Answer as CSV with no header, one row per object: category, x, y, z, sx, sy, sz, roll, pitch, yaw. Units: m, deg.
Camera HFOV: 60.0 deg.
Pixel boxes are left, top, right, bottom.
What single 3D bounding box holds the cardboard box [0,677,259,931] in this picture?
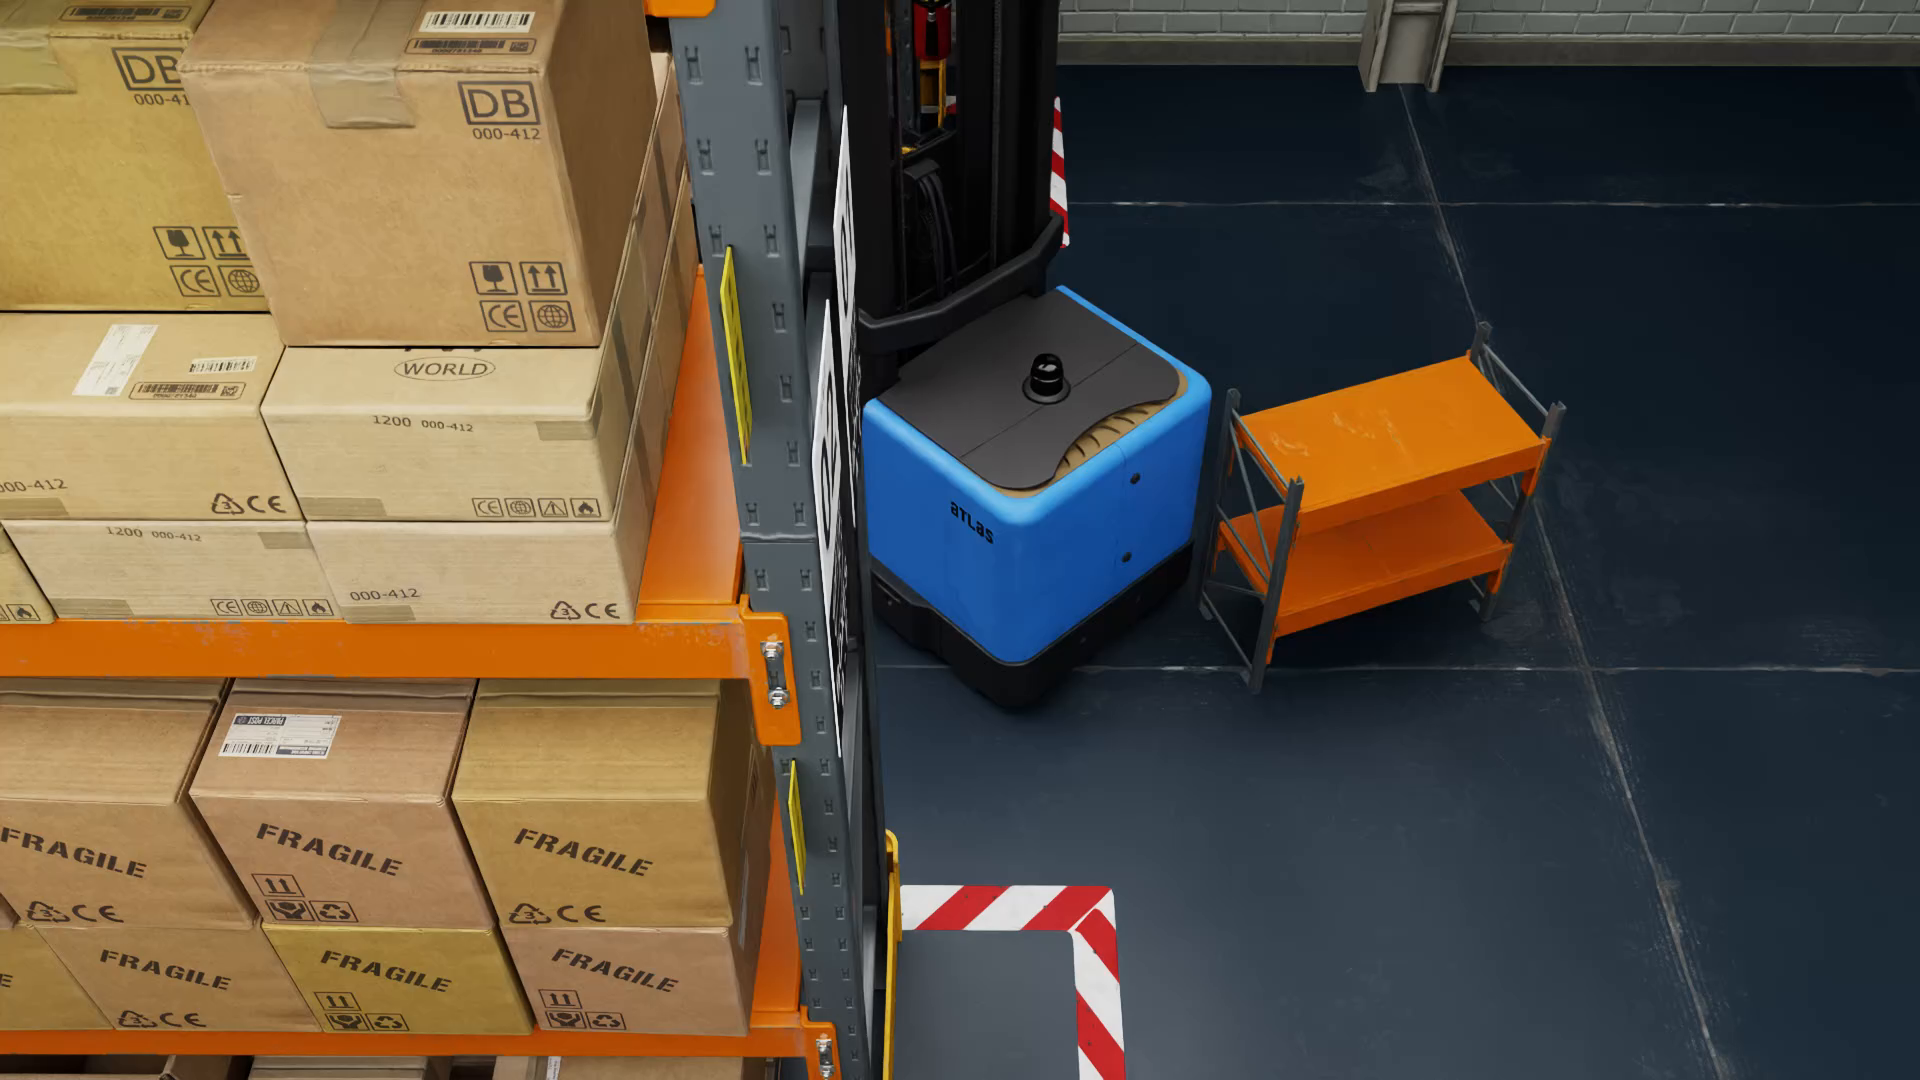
cardboard box,-1.764,0.488,3.576,0.500,0.500,0.500,1,47,1

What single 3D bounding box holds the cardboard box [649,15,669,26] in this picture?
cardboard box,-1.361,-2.553,8.135,0.250,0.149,0.380,0,47,0

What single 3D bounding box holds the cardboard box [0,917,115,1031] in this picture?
cardboard box,-2.265,0.819,3.951,0.500,0.500,0.500,0,47,0

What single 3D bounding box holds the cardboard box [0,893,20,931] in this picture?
cardboard box,-2.278,0.486,3.578,0.500,0.500,0.500,1,47,1

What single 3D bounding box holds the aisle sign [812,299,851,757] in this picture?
aisle sign,-0.228,0.000,3.006,0.004,0.787,0.394,0,47,0

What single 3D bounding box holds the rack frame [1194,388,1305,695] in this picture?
rack frame,1.033,0.028,6.036,0.032,1.125,0.500,-16,49,-14

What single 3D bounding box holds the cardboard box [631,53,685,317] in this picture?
cardboard box,-0.807,-0.672,3.119,0.500,0.250,0.500,0,47,0

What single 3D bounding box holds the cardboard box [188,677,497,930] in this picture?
cardboard box,-1.246,0.486,3.578,0.500,0.500,0.500,1,47,1

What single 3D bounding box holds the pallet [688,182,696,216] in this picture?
pallet,-1.080,-1.960,8.511,1.213,0.211,1.003,0,47,0

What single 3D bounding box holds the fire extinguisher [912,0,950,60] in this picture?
fire extinguisher,-0.131,-2.473,7.391,0.183,0.674,0.296,0,47,0

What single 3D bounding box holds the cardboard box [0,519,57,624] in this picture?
cardboard box,-1.809,-0.119,2.946,0.500,0.250,0.500,0,47,0

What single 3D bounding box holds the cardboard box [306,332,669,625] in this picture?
cardboard box,-0.809,-0.118,2.945,0.500,0.250,0.500,0,47,0

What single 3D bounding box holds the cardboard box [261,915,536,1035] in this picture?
cardboard box,-1.262,0.826,3.944,0.500,0.500,0.500,1,47,0

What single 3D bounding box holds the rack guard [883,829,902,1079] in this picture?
rack guard,-0.371,1.513,5.081,0.348,0.500,1.175,0,47,0

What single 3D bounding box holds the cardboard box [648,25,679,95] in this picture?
cardboard box,-1.365,-2.273,7.875,0.250,0.149,0.380,1,47,1

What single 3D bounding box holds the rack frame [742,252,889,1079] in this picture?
rack frame,-0.295,0.661,4.166,0.127,3.000,1.000,0,47,0

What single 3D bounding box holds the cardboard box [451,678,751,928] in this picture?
cardboard box,-0.741,0.486,3.577,0.500,0.500,0.500,0,47,0

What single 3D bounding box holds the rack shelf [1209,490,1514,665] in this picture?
rack shelf,1.508,0.062,6.338,1.000,0.278,0.538,-16,49,-14

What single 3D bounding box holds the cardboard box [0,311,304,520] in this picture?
cardboard box,-1.309,-0.296,2.769,0.500,0.250,0.500,0,47,0

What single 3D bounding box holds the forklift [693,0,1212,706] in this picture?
forklift,-0.457,-1.375,6.108,1.130,2.935,3.031,-34,56,-28

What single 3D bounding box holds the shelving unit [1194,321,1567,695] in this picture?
shelving unit,1.508,-0.104,6.159,1.048,1.125,0.538,-16,49,-14

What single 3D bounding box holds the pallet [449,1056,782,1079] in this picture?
pallet,-1.168,1.610,5.189,1.213,0.211,1.003,0,47,0

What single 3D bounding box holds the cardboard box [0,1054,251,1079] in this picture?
cardboard box,-2.416,1.352,4.928,0.637,0.503,0.797,0,47,0

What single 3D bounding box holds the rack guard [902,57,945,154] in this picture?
rack guard,-0.256,-2.113,8.456,0.348,0.500,1.175,0,47,0

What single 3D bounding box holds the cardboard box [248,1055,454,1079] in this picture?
cardboard box,-1.789,1.602,4.868,0.500,0.250,0.500,0,47,0

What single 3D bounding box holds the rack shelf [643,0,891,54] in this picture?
rack shelf,-2.280,-2.725,7.810,4.000,0.370,1.077,0,47,0

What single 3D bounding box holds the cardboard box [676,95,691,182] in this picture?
cardboard box,-1.481,-2.186,8.237,0.500,0.500,0.700,0,47,0

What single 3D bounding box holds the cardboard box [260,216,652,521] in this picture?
cardboard box,-0.809,-0.295,2.768,0.500,0.250,0.500,0,47,0

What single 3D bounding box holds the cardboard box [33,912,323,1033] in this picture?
cardboard box,-1.761,0.821,3.949,0.500,0.500,0.500,0,47,0

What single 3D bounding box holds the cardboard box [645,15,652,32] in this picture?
cardboard box,-1.611,-2.554,8.136,0.250,0.149,0.380,1,47,0

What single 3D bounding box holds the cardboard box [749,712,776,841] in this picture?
cardboard box,-0.737,0.433,4.310,0.500,0.500,0.500,1,47,1

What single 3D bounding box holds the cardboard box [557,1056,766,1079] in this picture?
cardboard box,-0.839,1.542,4.754,0.500,0.500,0.500,0,47,0

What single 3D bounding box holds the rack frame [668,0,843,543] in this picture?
rack frame,-0.295,-1.383,1.970,0.127,3.000,1.000,0,47,0

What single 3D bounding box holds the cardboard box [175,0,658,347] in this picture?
cardboard box,-0.808,-0.725,2.656,0.500,0.500,0.700,0,47,0

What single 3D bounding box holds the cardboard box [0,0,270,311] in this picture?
cardboard box,-1.308,-0.788,2.715,0.500,0.500,0.700,0,47,0

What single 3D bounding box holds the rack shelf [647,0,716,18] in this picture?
rack shelf,-2.295,-1.142,2.240,4.000,0.370,1.077,0,47,0

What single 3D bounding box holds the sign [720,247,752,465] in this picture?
sign,-0.317,-0.256,2.366,0.005,0.325,0.100,0,47,0

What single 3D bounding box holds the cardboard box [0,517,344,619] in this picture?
cardboard box,-1.309,-0.128,2.954,0.500,0.250,0.500,0,47,0

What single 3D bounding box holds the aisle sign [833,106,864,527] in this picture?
aisle sign,-0.225,-0.439,3.415,0.004,0.787,0.394,0,47,0

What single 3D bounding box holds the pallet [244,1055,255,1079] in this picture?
pallet,-2.385,1.604,5.194,1.213,0.211,1.003,0,47,0

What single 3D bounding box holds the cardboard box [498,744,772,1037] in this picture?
cardboard box,-0.744,0.825,3.945,0.500,0.500,0.500,1,47,1

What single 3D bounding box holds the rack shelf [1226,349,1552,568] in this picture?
rack shelf,1.508,-0.304,5.945,1.000,0.278,0.538,-16,49,-14

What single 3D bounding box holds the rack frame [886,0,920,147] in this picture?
rack frame,-0.280,-2.965,7.541,0.127,3.000,1.000,0,47,0

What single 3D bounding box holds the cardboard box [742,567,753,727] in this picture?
cardboard box,-0.737,0.092,3.944,0.500,0.500,0.500,1,47,1

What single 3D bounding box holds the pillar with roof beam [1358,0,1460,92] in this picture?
pillar with roof beam,2.407,-2.484,2.995,0.400,9.000,9.100,0,47,0

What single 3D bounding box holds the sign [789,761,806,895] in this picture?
sign,-0.317,0.565,3.249,0.005,0.325,0.100,0,47,0

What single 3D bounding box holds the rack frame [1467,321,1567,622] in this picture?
rack frame,1.983,-0.237,6.282,0.032,1.125,0.500,-16,49,-14

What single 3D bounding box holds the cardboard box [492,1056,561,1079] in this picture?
cardboard box,-1.244,1.588,4.938,0.250,0.166,0.380,0,47,0

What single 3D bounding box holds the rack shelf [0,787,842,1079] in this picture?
rack shelf,-2.295,0.901,4.435,4.000,0.370,1.077,0,47,0

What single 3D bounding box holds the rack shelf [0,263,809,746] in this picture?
rack shelf,-2.295,-0.121,3.337,4.000,0.370,1.077,0,47,0

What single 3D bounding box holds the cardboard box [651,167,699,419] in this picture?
cardboard box,-0.807,-0.497,3.298,0.500,0.250,0.500,0,47,0
